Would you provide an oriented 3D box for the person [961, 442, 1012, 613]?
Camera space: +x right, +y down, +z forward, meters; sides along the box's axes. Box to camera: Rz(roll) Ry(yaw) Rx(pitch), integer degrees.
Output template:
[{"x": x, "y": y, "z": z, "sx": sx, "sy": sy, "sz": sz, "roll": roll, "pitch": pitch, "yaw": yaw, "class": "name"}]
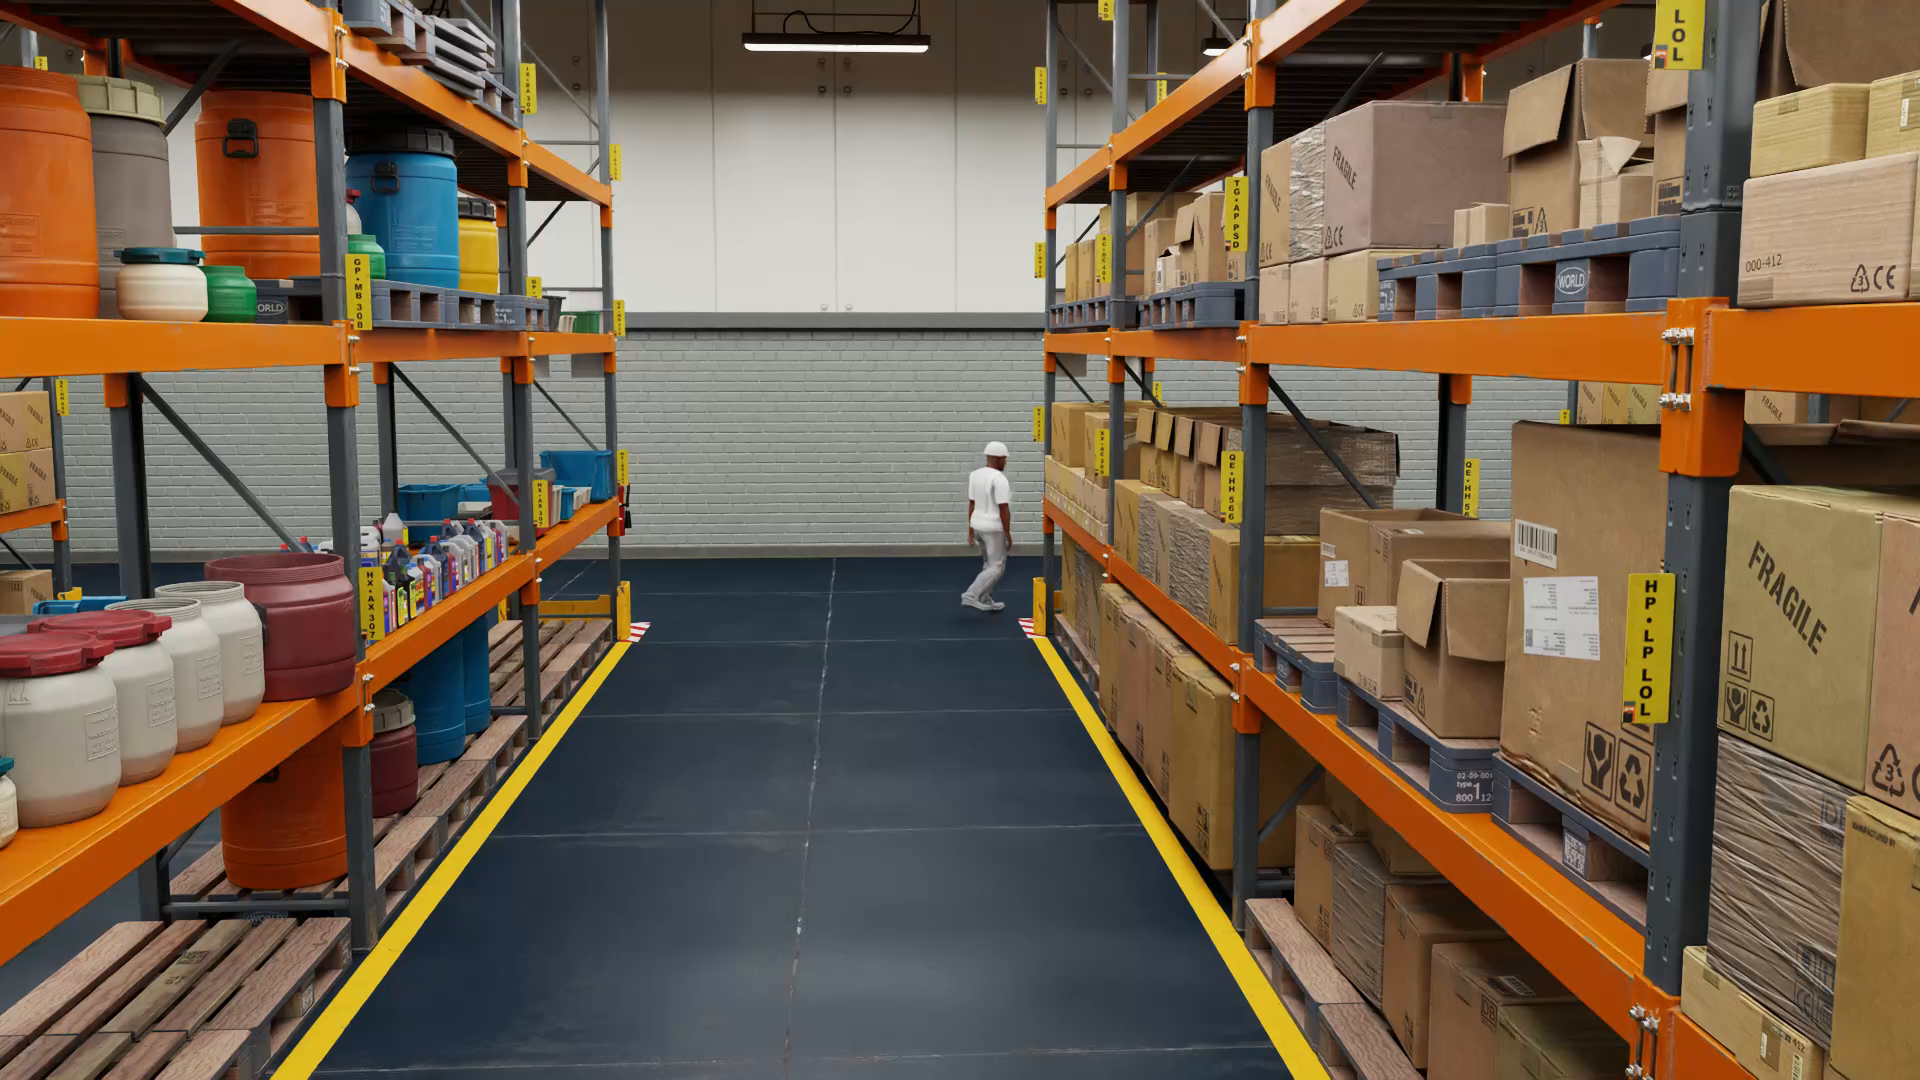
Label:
[{"x": 0.239, "y": -0.107, "z": 16.591, "sx": 0.737, "sy": 1.741, "sz": 0.610, "roll": -4, "pitch": 8, "yaw": -33, "class": "person"}]
